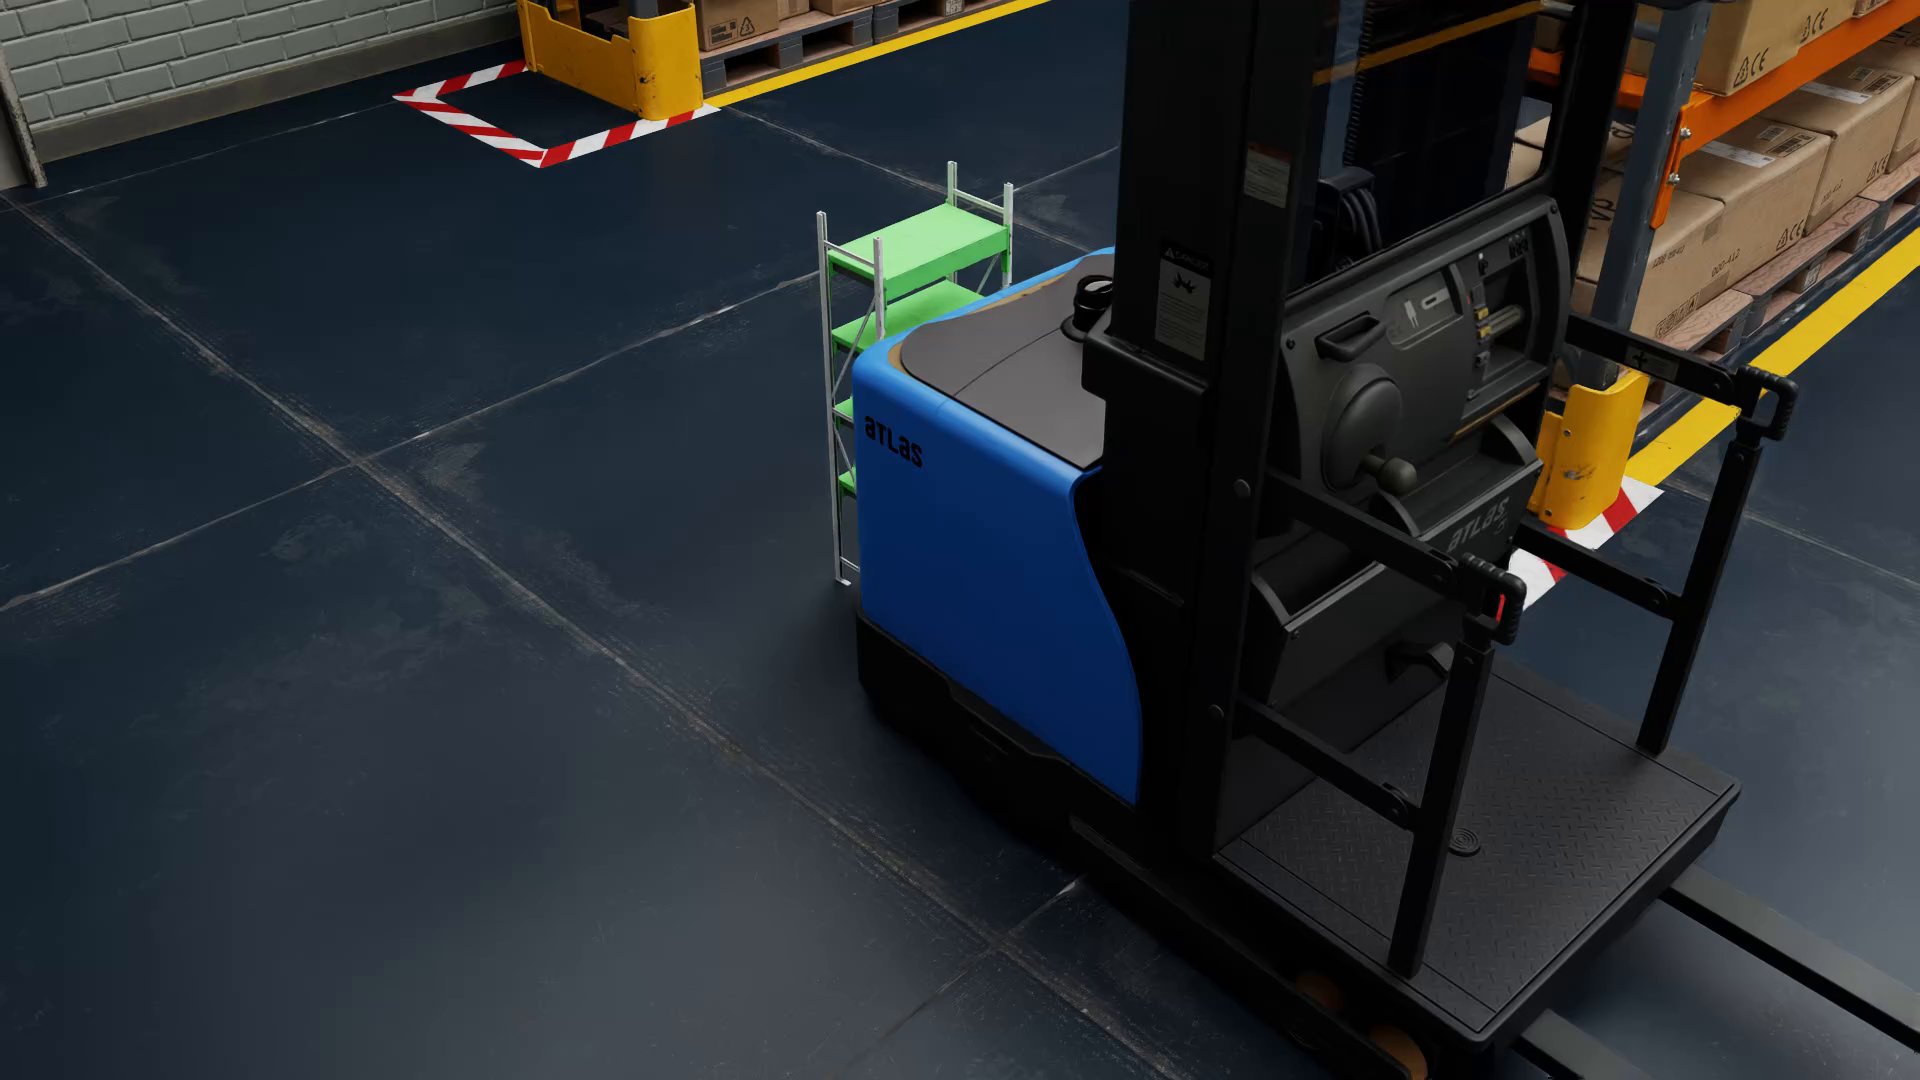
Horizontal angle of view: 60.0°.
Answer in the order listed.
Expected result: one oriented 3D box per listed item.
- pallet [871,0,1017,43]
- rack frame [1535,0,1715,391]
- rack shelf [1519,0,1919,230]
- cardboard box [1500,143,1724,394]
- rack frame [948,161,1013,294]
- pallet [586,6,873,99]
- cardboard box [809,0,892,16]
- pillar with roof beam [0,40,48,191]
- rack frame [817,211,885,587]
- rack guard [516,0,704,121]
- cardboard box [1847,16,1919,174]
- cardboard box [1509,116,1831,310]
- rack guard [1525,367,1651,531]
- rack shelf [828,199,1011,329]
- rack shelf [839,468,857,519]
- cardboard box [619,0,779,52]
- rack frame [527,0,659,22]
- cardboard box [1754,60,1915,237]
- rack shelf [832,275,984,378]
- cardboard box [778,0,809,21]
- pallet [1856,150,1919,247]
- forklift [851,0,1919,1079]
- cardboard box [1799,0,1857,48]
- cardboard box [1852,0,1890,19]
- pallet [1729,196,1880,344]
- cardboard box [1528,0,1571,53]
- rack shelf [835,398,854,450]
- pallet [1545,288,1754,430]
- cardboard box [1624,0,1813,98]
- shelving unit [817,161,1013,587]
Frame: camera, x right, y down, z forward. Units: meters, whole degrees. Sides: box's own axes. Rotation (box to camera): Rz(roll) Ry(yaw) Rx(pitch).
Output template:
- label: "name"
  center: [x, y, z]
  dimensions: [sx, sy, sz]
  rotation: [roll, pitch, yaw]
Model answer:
- label: "pallet"
  center: [-0.382, -3.263, 9.744]
  dimensions: [1.003, 0.211, 1.213]
  rotation: [30, 45, 35]
- label: "rack frame"
  center: [1.669, -1.560, 4.865]
  dimensions: [1.000, 3.000, 0.127]
  rotation: [30, 45, 35]
- label: "rack shelf"
  center: [3.078, -2.077, 6.235]
  dimensions: [1.077, 0.370, 4.000]
  rotation: [30, 45, 35]
- label: "cardboard box"
  center: [2.063, -0.990, 5.920]
  dimensions: [0.875, 0.438, 0.875]
  rotation: [28, 44, 34]
- label: "rack frame"
  center: [0.055, -0.524, 4.952]
  dimensions: [0.240, 1.200, 0.015]
  rotation: [30, 45, 35]
- label: "pallet"
  center: [-1.242, -2.770, 9.038]
  dimensions: [1.003, 0.211, 1.213]
  rotation: [30, 45, 35]
- label: "cardboard box"
  center: [-0.728, -3.248, 9.102]
  dimensions: [0.500, 0.500, 0.700]
  rotation: [-28, 44, -34]
- label: "pillar with roof beam"
  center: [-1.341, -3.554, 2.479]
  dimensions: [9.100, 9.000, 0.400]
  rotation: [30, 45, 35]
- label: "rack frame"
  center: [-0.289, -0.326, 4.668]
  dimensions: [0.240, 1.200, 0.015]
  rotation: [30, 45, 35]
- label: "rack guard"
  center: [-1.803, -2.565, 8.490]
  dimensions: [1.175, 0.500, 0.348]
  rotation: [30, 45, 35]
- label: "cardboard box"
  center: [3.969, -2.094, 7.503]
  dimensions: [0.875, 0.438, 0.875]
  rotation: [29, 44, 35]
- label: "cardboard box"
  center: [2.702, -1.365, 6.457]
  dimensions: [0.875, 0.438, 0.875]
  rotation: [-29, 44, -34]
- label: "rack guard"
  center: [1.652, -0.525, 5.566]
  dimensions: [1.175, 0.500, 0.348]
  rotation: [30, 45, 35]
- label: "rack shelf"
  center: [-0.117, -0.766, 4.572]
  dimensions: [0.258, 0.148, 0.480]
  rotation: [30, 45, 35]
- label: "rack shelf"
  center: [-0.117, -0.176, 4.984]
  dimensions: [0.258, 0.148, 0.480]
  rotation: [30, 45, 35]
- label: "cardboard box"
  center: [-1.358, -2.918, 8.626]
  dimensions: [0.797, 0.503, 0.637]
  rotation: [28, 43, 34]
- label: "rack frame"
  center: [-1.856, -3.559, 7.731]
  dimensions: [1.000, 3.000, 0.127]
  rotation: [30, 45, 35]
- label: "cardboard box"
  center: [3.338, -1.730, 6.981]
  dimensions: [0.875, 0.438, 0.875]
  rotation: [28, 44, 34]
- label: "rack shelf"
  center: [-0.117, -0.569, 4.710]
  dimensions: [0.258, 0.148, 0.480]
  rotation: [30, 45, 35]
- label: "cardboard box"
  center: [-1.031, -2.929, 8.953]
  dimensions: [0.380, 0.149, 0.250]
  rotation: [28, 43, 34]
- label: "pallet"
  center: [3.896, -1.763, 7.593]
  dimensions: [1.003, 0.211, 1.213]
  rotation: [30, 45, 35]
- label: "forklift"
  center: [1.084, -0.340, 3.175]
  dimensions: [1.130, 2.935, 3.031]
  rotation: [-28, 43, -34]
- label: "cardboard box"
  center: [2.547, -1.897, 5.260]
  dimensions: [0.500, 0.500, 0.500]
  rotation: [29, 44, 35]
- label: "cardboard box"
  center: [2.919, -2.096, 5.546]
  dimensions: [0.500, 0.500, 0.500]
  rotation: [29, 44, 35]
- label: "pallet"
  center: [3.036, -1.265, 6.880]
  dimensions: [1.003, 0.211, 1.213]
  rotation: [30, 45, 35]
- label: "cardboard box"
  center: [1.821, -1.904, 5.270]
  dimensions: [0.500, 0.500, 0.500]
  rotation: [-30, 45, -35]
- label: "rack shelf"
  center: [-0.117, -0.373, 4.847]
  dimensions: [0.258, 0.148, 0.480]
  rotation: [30, 45, 35]
- label: "pallet"
  center: [2.177, -0.772, 6.173]
  dimensions: [1.003, 0.211, 1.213]
  rotation: [30, 45, 35]
- label: "cardboard box"
  center: [2.211, -1.680, 4.950]
  dimensions: [0.500, 0.500, 0.500]
  rotation: [29, 44, 35]
- label: "shelving unit"
  center: [-0.117, -0.425, 4.810]
  dimensions: [0.258, 1.200, 0.503]
  rotation: [30, 45, 35]
